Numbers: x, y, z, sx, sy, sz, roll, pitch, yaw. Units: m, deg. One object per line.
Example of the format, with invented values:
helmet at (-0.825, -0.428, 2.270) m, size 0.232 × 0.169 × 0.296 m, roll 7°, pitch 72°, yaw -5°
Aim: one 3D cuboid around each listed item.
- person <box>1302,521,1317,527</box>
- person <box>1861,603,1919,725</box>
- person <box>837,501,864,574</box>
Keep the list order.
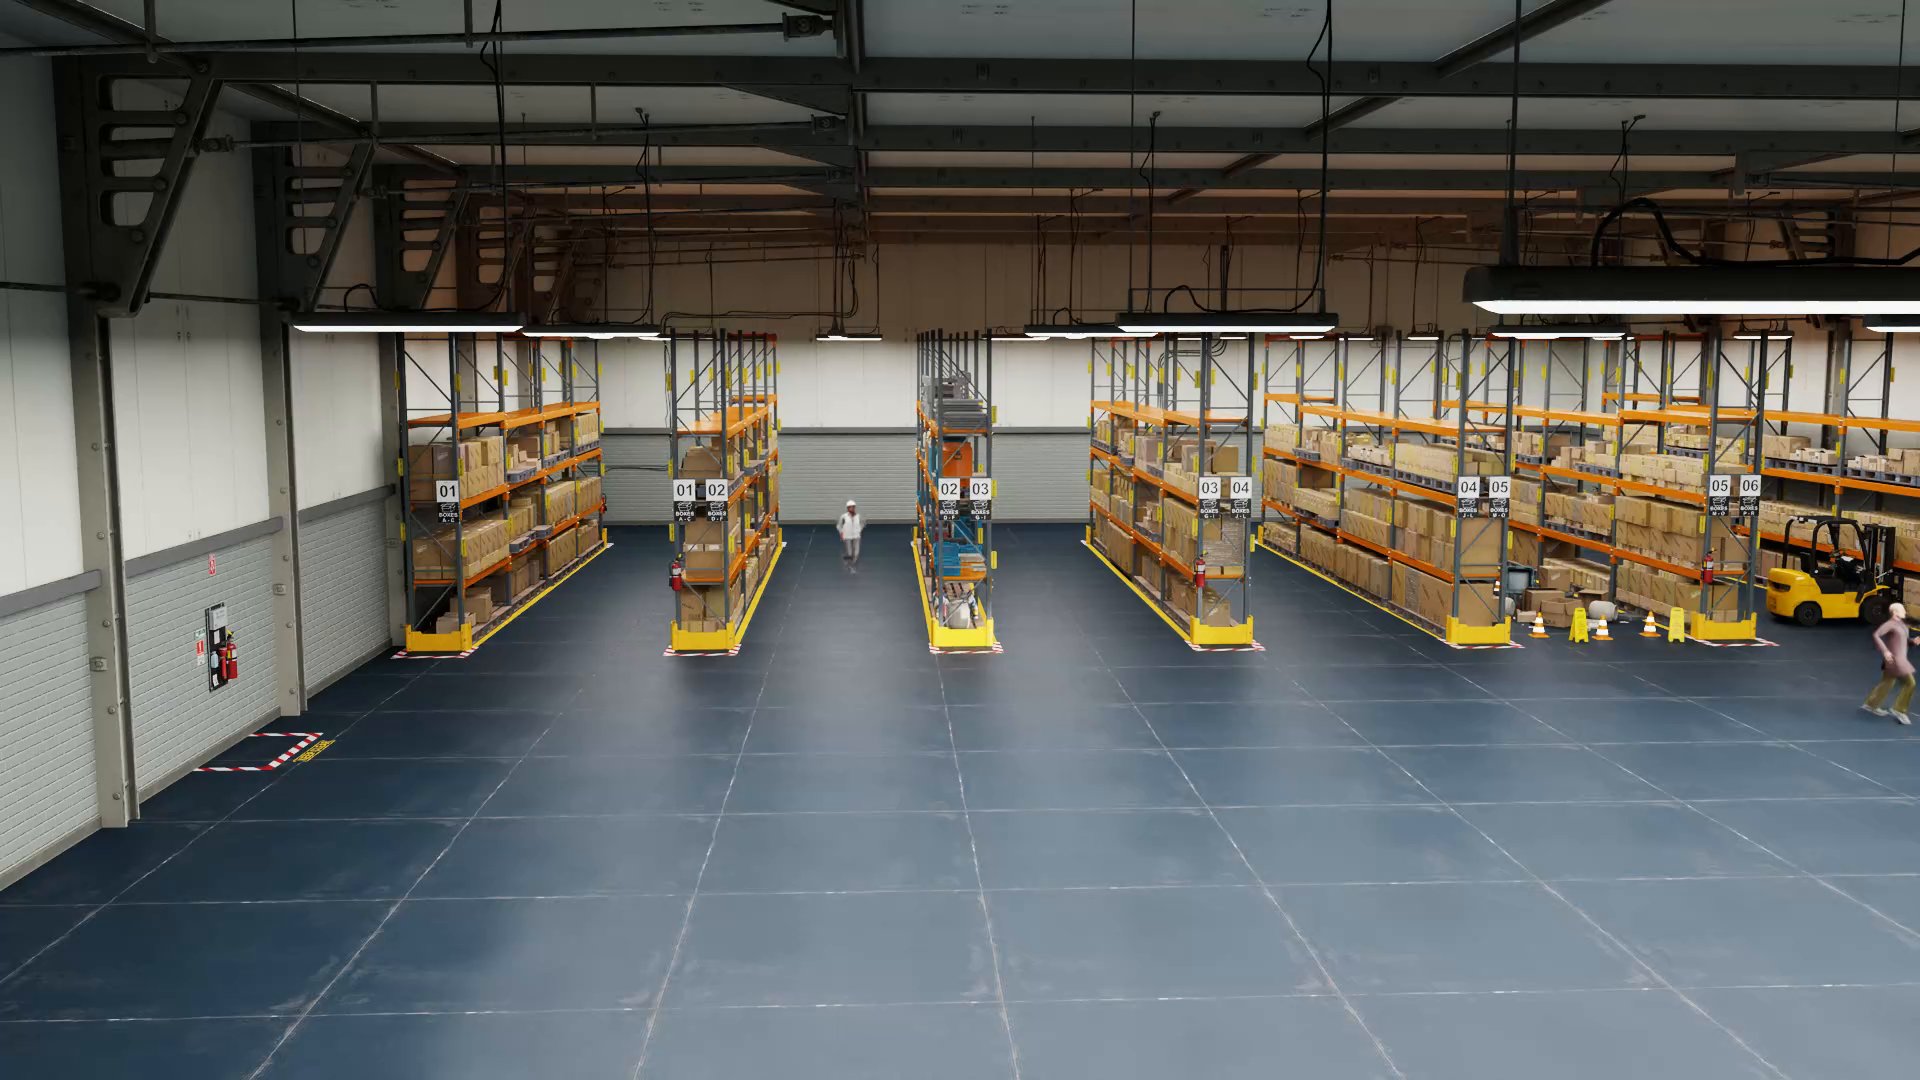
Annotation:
person at (10.377, -0.887, 49.166) m, size 0.890 × 1.681 × 0.641 m, roll -1°, pitch 7°, yaw -7°
person at (14.198, 1.874, 25.267) m, size 0.831 × 1.848 × 0.668 m, roll 5°, pitch 8°, yaw 35°
person at (-2.577, -0.064, 39.444) m, size 0.659 × 1.731 × 0.585 m, roll -2°, pitch 7°, yaw -18°
